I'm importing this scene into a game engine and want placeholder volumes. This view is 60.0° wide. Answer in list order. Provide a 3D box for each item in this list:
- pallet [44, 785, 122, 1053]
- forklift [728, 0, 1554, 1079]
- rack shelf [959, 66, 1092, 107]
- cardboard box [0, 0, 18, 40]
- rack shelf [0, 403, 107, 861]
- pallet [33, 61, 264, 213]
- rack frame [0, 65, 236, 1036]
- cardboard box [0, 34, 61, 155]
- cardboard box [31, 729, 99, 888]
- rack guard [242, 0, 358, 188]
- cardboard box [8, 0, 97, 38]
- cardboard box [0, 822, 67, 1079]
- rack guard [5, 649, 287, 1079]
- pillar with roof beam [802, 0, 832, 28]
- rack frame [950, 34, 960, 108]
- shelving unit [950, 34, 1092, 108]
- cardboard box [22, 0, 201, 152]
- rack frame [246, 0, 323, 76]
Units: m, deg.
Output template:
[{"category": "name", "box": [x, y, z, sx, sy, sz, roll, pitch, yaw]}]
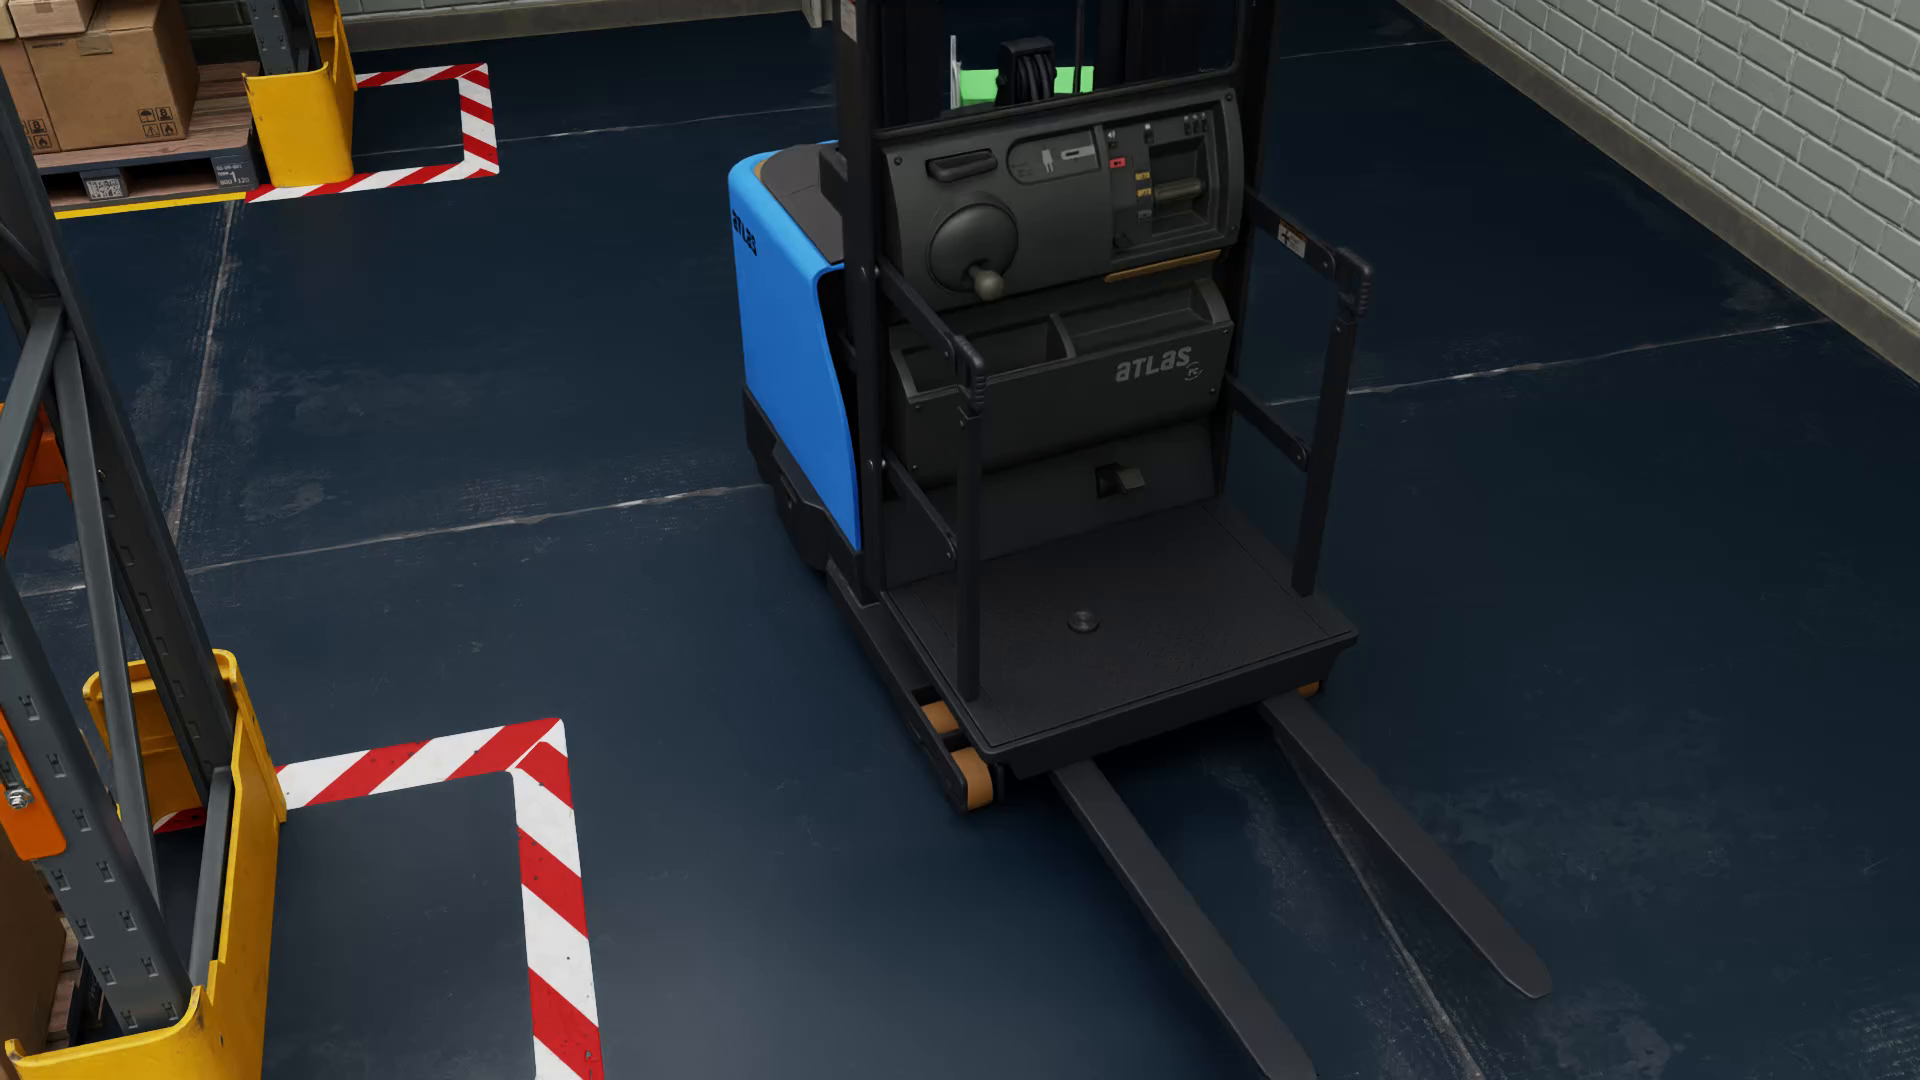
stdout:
[{"category": "pallet", "box": [-2.559, 1.069, 3.680, 1.213, 0.211, 1.003, -9, 38, -12]}, {"category": "forklift", "box": [0.359, -0.763, 3.835, 1.130, 2.935, 3.031, -15, 40, -19]}, {"category": "rack shelf", "box": [0.226, -1.445, 5.467, 0.480, 0.148, 0.258, -3, 37, -3]}, {"category": "cardboard box", "box": [-3.984, -2.177, 6.805, 0.250, 0.149, 0.380, -8, 38, -11]}, {"category": "rack shelf", "box": [-3.647, 0.425, 2.818, 4.000, 0.370, 1.077, -9, 38, -12]}, {"category": "pallet", "box": [-3.763, -1.803, 7.433, 1.213, 0.211, 1.003, -9, 38, -12]}, {"category": "rack frame", "box": [-1.716, -0.178, 3.014, 0.127, 3.000, 1.000, -9, 38, -12]}, {"category": "cardboard box", "box": [-4.144, -2.008, 7.118, 0.500, 0.500, 0.700, -9, 38, -12]}, {"category": "cardboard box", "box": [-2.210, 0.644, 3.923, 0.250, 0.149, 0.380, -9, 38, -12]}, {"category": "rack guard", "box": [-2.988, -2.094, 7.576, 0.348, 0.500, 1.175, -9, 38, -12]}, {"category": "cardboard box", "box": [-3.738, -2.218, 6.858, 0.250, 0.149, 0.380, -10, 38, -12]}, {"category": "cardboard box", "box": [-2.177, 0.871, 3.338, 0.500, 0.500, 0.500, -9, 38, -12]}, {"category": "rack guard", "box": [-1.790, 0.827, 3.758, 0.348, 0.500, 1.175, -9, 38, -12]}, {"category": "pillar with roof beam", "box": [0.492, -3.876, 2.910, 0.400, 9.000, 9.100, -9, 38, -12]}, {"category": "rack frame", "box": [-0.017, -1.104, 5.705, 0.015, 1.200, 0.240, -3, 37, -3]}, {"category": "shelving unit", "box": [0.226, -1.115, 5.720, 0.503, 1.200, 0.258, -3, 37, -3]}, {"category": "cardboard box", "box": [-3.661, -2.087, 7.222, 0.500, 0.500, 0.700, -9, 38, -12]}, {"category": "rack frame", "box": [-3.011, -3.083, 6.811, 0.127, 3.000, 1.000, -9, 38, -12]}]
